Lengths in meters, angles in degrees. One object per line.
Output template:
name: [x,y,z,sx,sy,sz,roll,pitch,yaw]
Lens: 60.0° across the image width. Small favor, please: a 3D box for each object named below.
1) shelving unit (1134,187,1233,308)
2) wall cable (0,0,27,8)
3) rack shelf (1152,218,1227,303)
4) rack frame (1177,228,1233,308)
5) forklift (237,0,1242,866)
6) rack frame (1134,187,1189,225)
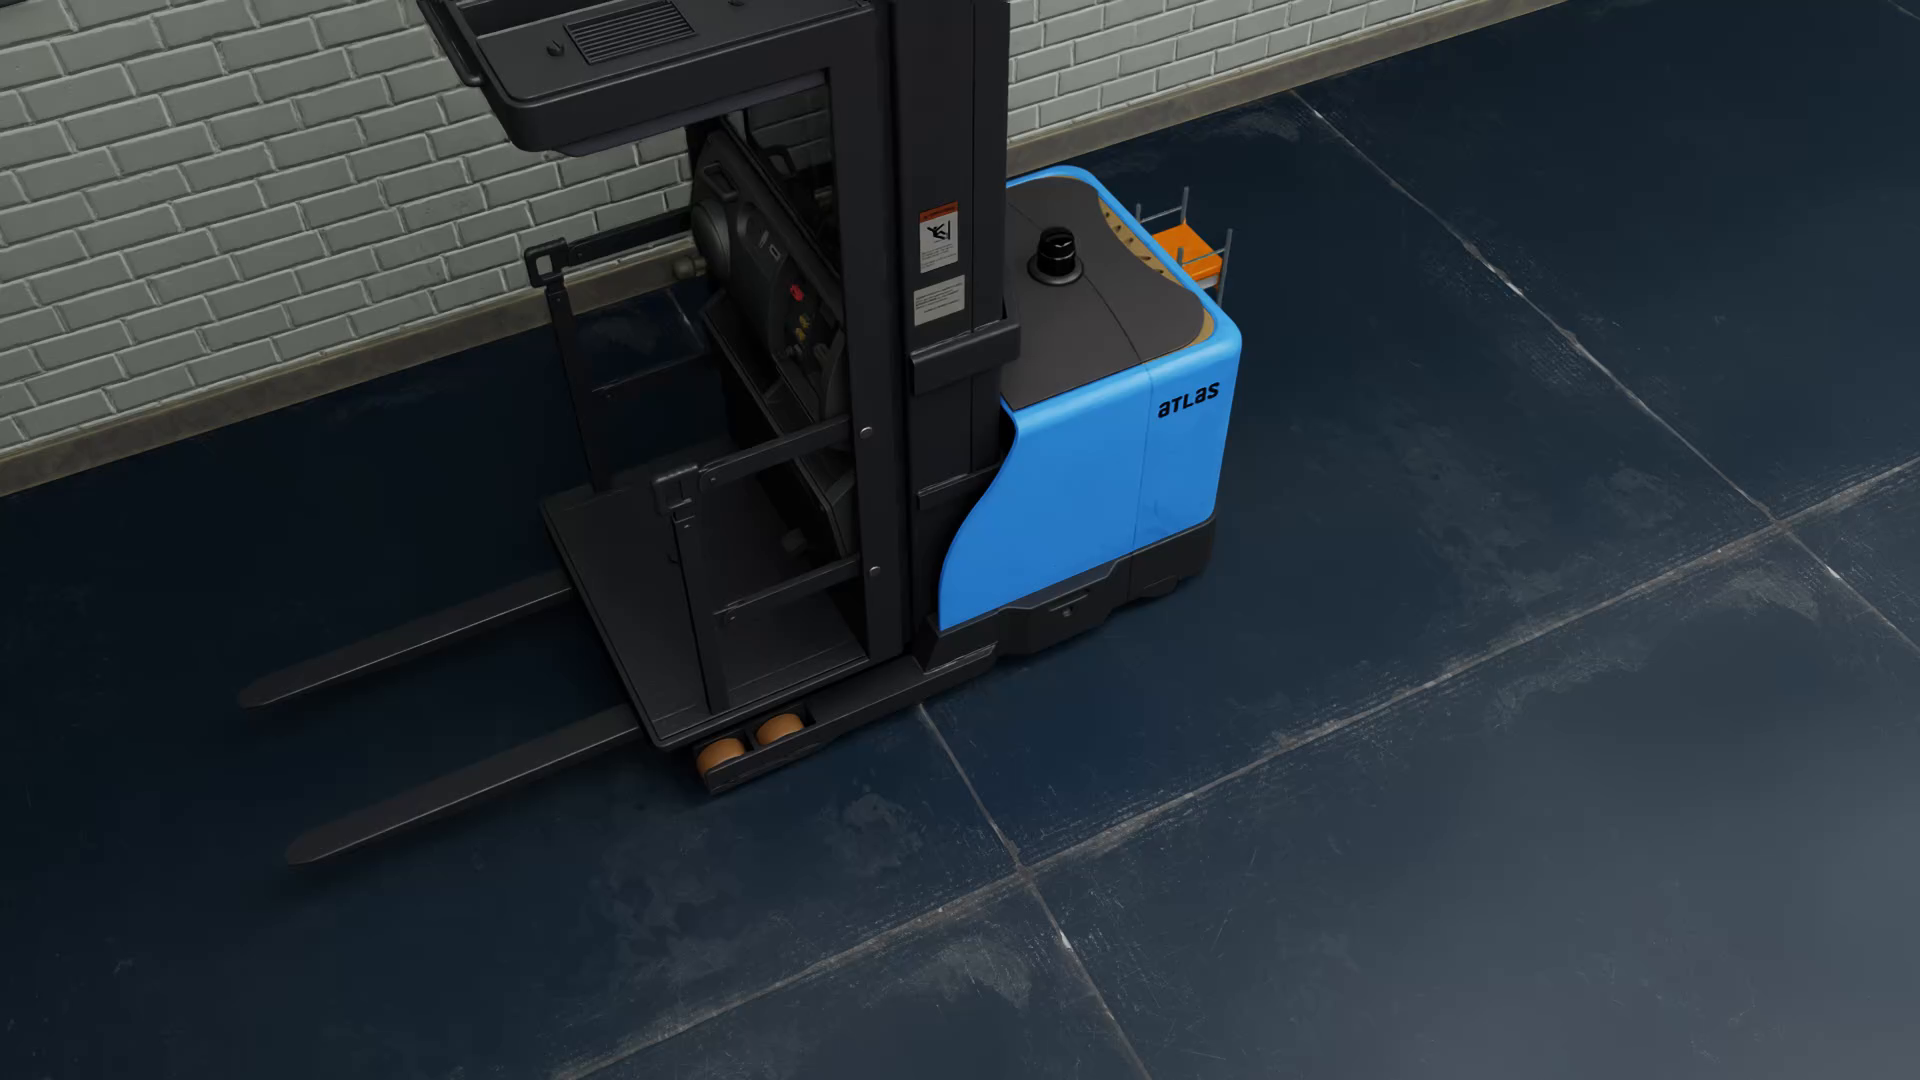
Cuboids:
shelving unit: [0.706,-0.673,5.641,0.215,1.050,0.252,-22,53,-18]
wall cable: [-3.801,-1.921,3.515,3.097,2.526,0.112,-21,52,-18]
rack shelf: [0.706,-0.853,5.435,0.215,0.259,0.240,-22,53,-18]
rack frame: [0.765,-0.592,5.571,0.200,1.050,0.008,-22,53,-18]
forklift: [-0.700,-0.661,4.381,3.031,2.935,1.130,-22,52,-18]
rack frame: [0.647,-0.753,5.712,0.200,1.050,0.008,-22,53,-18]
